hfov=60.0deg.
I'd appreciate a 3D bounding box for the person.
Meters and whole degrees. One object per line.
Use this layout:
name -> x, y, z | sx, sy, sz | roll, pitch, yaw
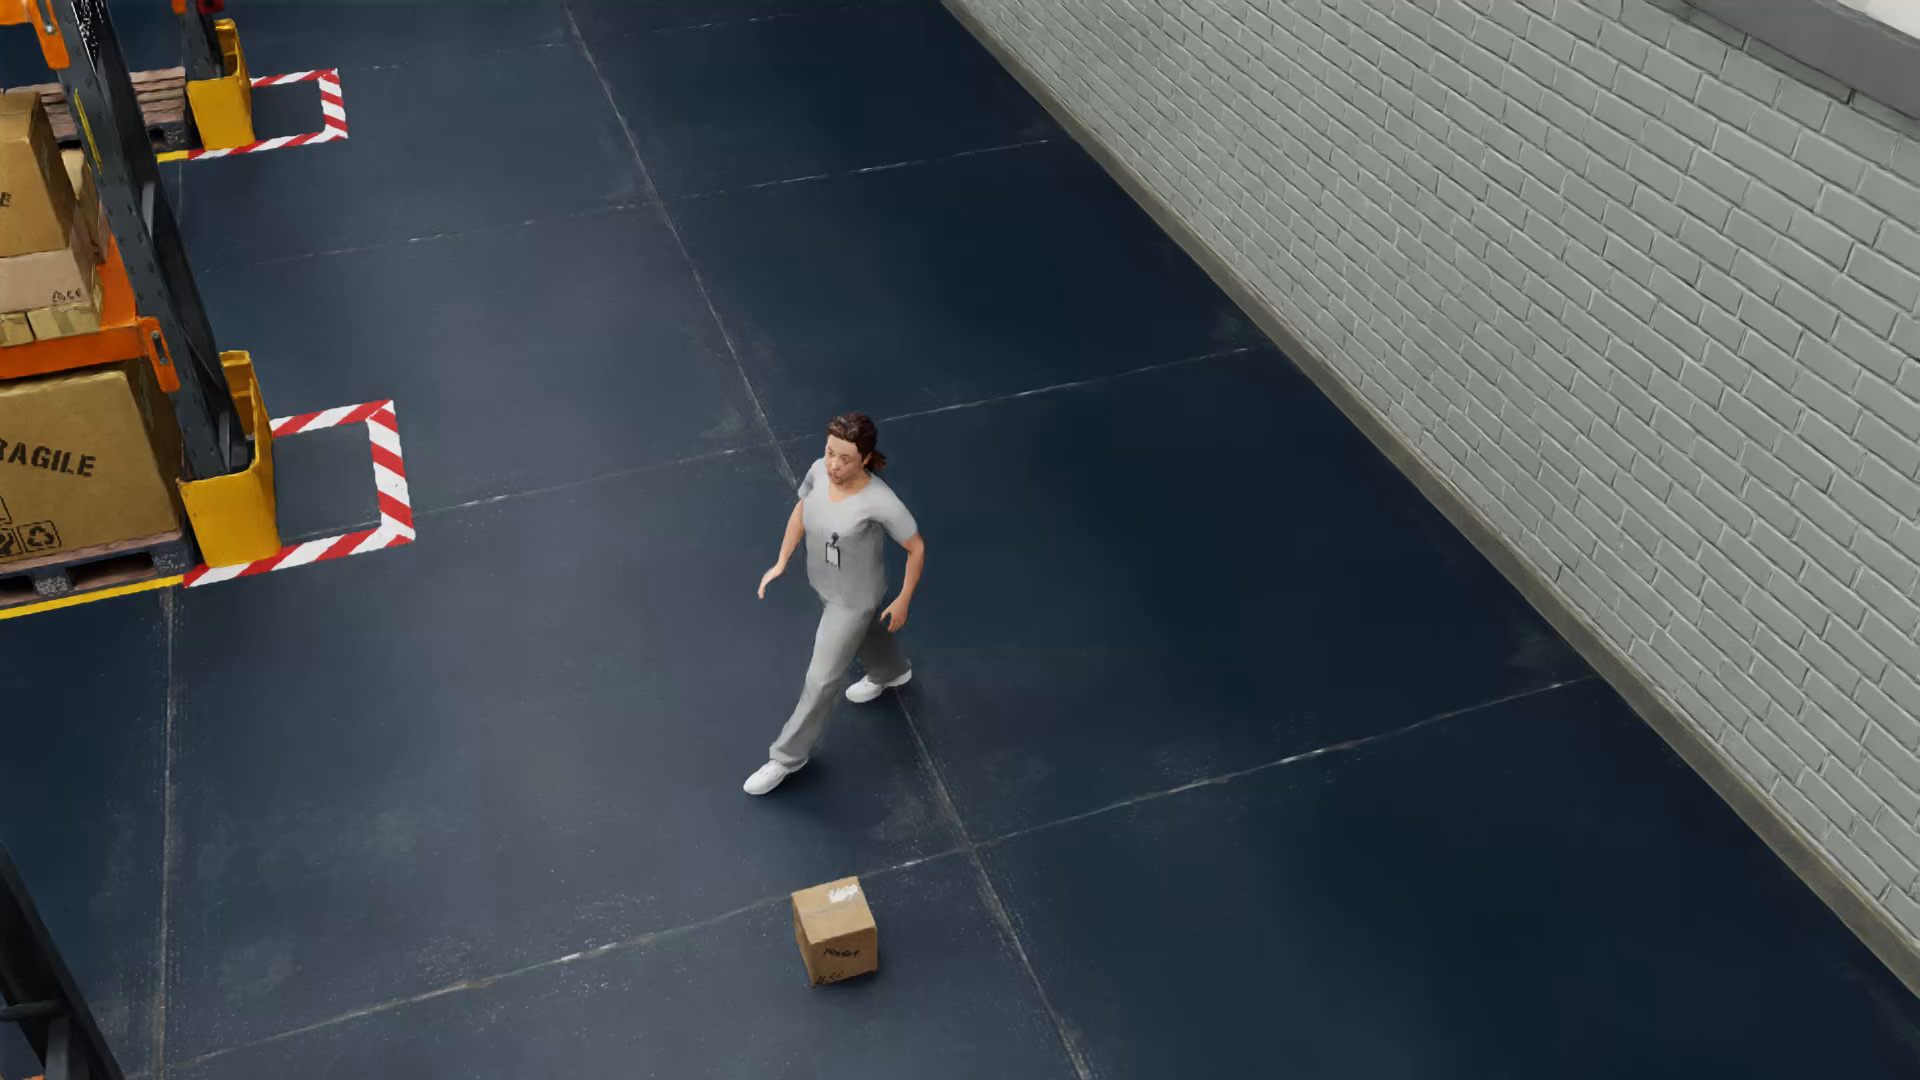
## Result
person -> -0.510, 0.234, 6.481 | 0.997, 1.623, 0.532 | -29, 47, -32
